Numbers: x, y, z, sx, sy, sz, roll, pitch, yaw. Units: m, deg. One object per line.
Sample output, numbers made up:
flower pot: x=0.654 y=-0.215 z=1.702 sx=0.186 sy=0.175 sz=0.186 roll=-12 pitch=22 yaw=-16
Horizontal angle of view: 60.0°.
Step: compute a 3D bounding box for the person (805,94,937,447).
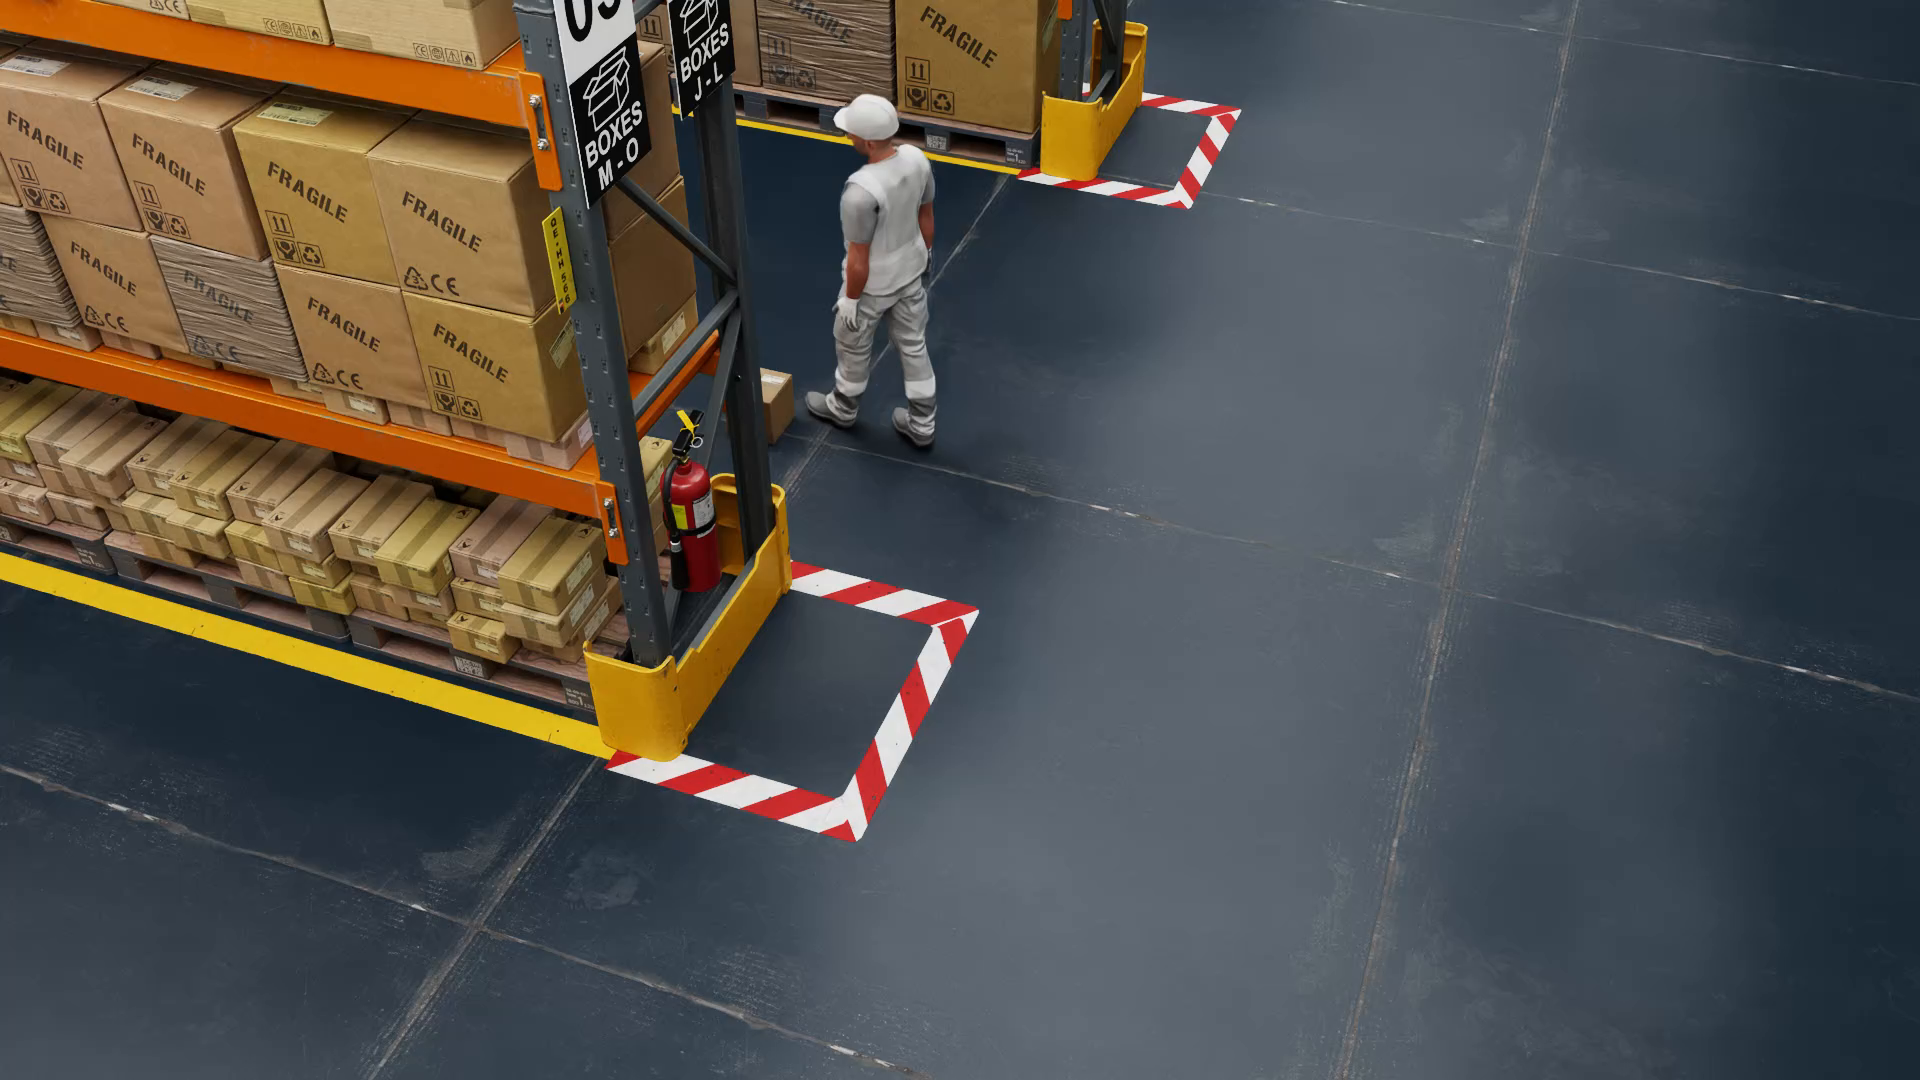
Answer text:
person: x=-0.423 y=-1.247 z=7.551 sx=0.696 sy=1.777 sz=0.592 roll=31 pitch=50 yaw=31
